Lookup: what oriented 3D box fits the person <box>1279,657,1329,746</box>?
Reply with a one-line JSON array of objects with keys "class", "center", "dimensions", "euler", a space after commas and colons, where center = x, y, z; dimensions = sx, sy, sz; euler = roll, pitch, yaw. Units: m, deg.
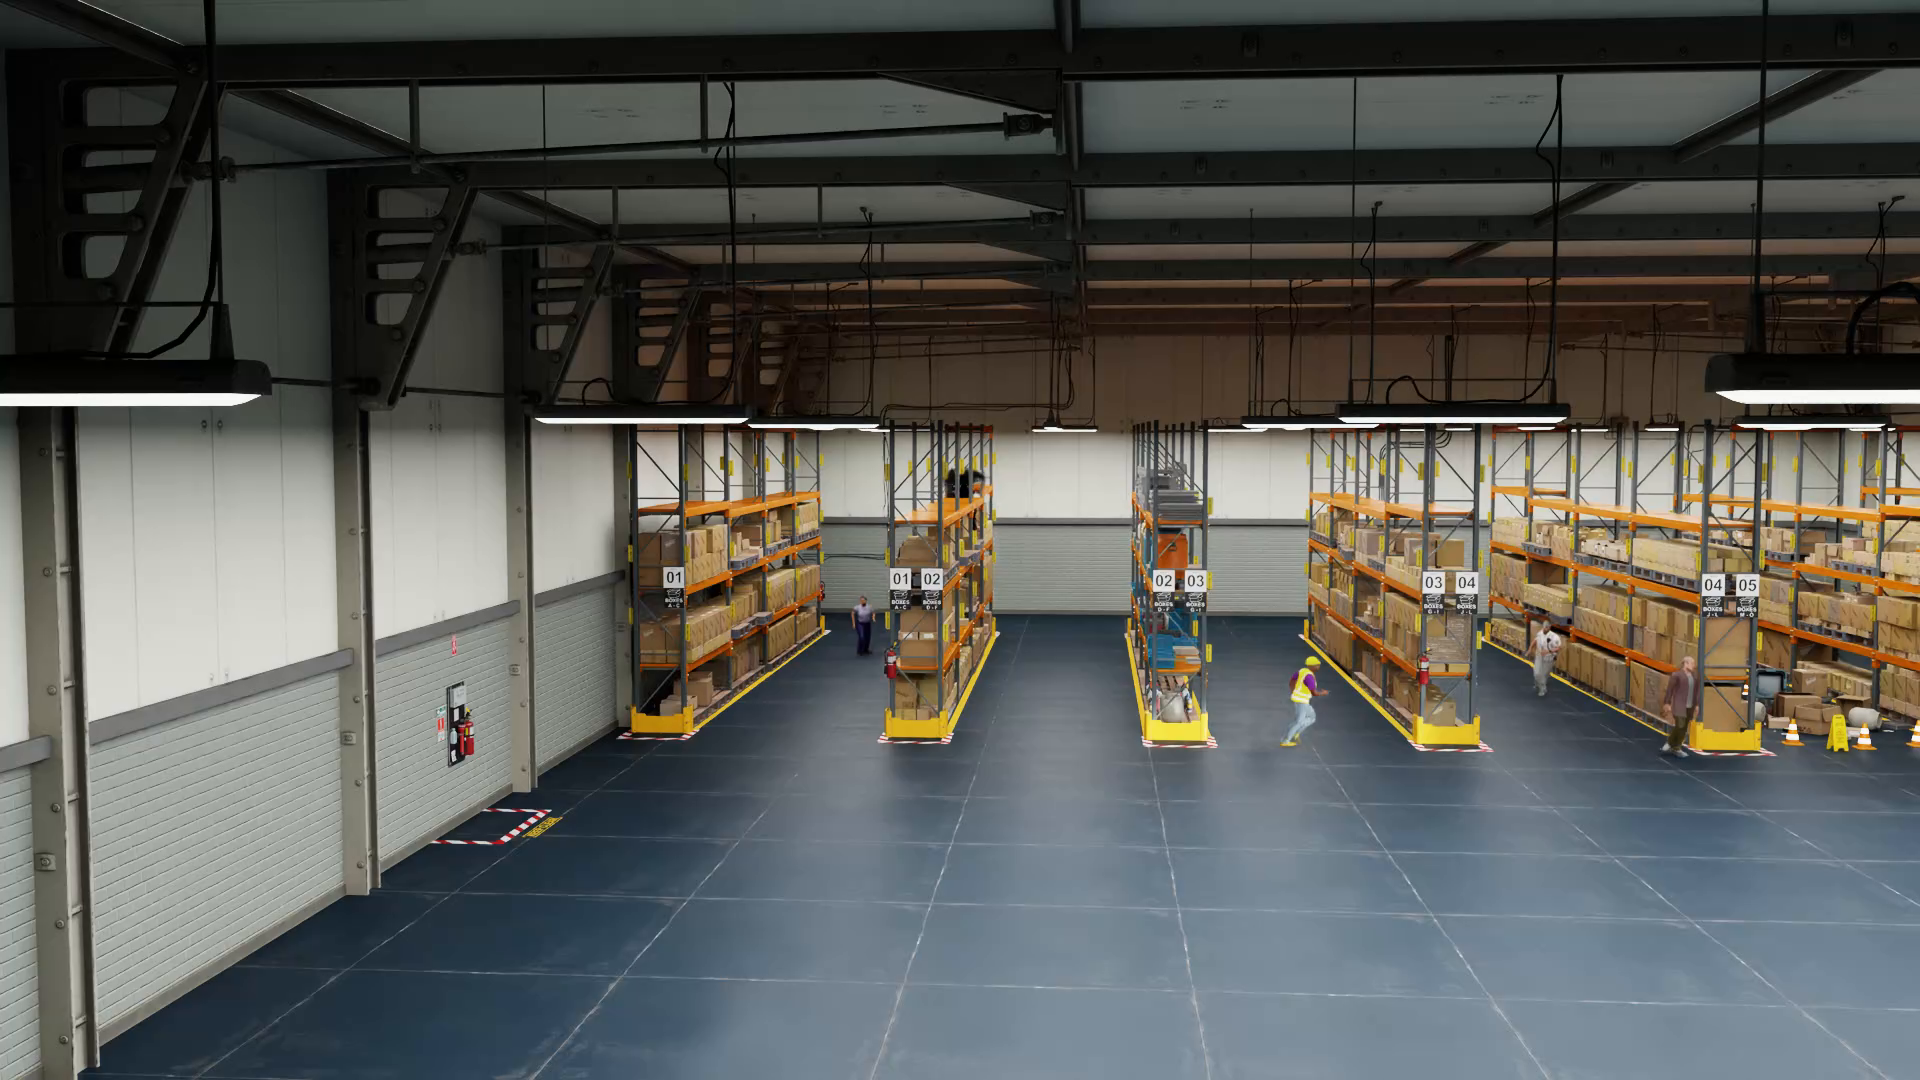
[{"class": "person", "center": [6.319, 2.956, 30.497], "dimensions": [0.891, 1.657, 0.711], "euler": [0, 4, 4]}]

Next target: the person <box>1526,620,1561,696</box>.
[{"class": "person", "center": [12.872, 2.588, 36.636], "dimensions": [0.779, 1.709, 0.640], "euler": [2, 4, 34]}]

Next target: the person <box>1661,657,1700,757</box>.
[{"class": "person", "center": [12.836, 2.962, 29.570], "dimensions": [0.680, 1.787, 0.519], "euler": [-1, 4, -20]}]

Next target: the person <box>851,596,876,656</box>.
[{"class": "person", "center": [-2.454, 2.252, 43.183], "dimensions": [0.635, 1.612, 0.815], "euler": [-2, 4, -34]}]

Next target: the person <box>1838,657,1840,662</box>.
[{"class": "person", "center": [21.265, 2.384, 40.584], "dimensions": [0.549, 1.543, 0.577], "euler": [0, 4, -3]}]
